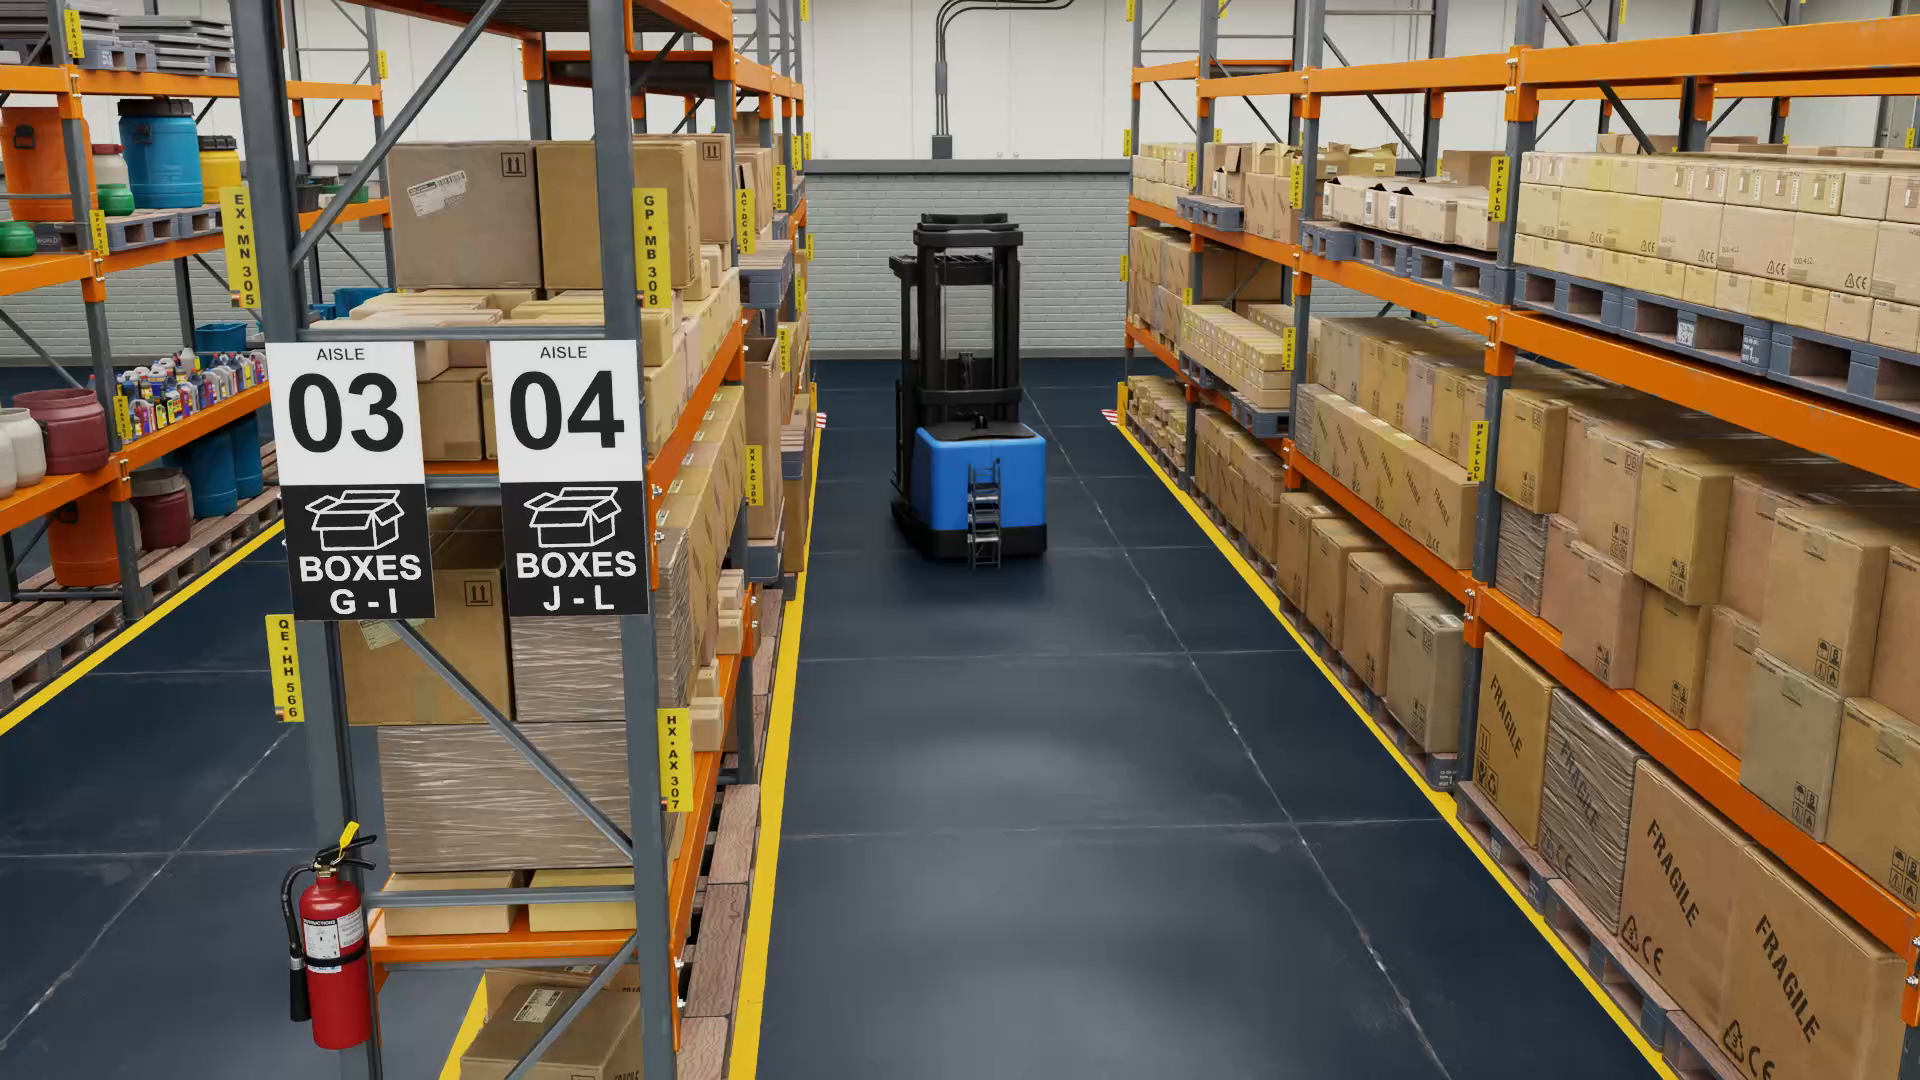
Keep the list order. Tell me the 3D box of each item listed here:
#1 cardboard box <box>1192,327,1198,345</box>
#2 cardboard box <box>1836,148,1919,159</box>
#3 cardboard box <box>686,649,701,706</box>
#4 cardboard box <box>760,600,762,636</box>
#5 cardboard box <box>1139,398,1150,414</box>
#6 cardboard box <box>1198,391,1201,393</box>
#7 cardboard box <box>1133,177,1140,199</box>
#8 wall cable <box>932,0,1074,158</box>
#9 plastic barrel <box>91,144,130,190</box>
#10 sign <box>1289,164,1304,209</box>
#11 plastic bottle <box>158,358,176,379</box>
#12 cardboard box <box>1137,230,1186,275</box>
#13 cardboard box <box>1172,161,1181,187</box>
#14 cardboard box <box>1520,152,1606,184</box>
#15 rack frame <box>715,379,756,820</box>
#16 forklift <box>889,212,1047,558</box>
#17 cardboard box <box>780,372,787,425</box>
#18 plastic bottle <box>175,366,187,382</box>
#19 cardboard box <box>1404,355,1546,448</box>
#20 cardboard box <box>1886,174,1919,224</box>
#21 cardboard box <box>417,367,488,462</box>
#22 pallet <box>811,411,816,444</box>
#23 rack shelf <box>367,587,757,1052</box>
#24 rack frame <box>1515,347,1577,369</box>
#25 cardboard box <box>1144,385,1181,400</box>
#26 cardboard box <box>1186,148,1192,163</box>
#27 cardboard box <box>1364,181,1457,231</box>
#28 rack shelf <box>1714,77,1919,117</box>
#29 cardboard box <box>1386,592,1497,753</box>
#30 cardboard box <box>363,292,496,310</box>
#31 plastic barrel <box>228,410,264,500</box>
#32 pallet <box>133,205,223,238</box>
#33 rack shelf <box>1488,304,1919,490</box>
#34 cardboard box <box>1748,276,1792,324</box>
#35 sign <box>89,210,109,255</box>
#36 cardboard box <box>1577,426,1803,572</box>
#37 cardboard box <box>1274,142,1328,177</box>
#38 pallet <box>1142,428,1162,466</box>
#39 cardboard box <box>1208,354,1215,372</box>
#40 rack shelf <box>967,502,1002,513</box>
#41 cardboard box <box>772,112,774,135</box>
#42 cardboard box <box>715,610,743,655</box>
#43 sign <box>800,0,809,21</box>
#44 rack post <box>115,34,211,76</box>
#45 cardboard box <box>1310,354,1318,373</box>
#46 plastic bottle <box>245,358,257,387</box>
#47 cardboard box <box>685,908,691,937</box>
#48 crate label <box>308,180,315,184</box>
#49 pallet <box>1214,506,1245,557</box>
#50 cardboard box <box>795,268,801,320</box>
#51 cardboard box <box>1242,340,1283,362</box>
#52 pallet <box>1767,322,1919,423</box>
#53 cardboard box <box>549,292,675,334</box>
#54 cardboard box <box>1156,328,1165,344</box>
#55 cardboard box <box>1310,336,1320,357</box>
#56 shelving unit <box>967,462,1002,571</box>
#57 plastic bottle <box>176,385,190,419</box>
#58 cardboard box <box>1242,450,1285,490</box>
[{"bbox_3d":[2.422,-1.945,15.852,0.380,0.149,0.250,-1,14,-2],"label":"cardboard box"},{"bbox_3d":[7.753,-3.007,13.854,0.700,0.500,0.500,-2,15,-6],"label":"cardboard box"},{"bbox_3d":[-1.555,0.382,6.949,0.875,0.500,0.500,-1,14,-3],"label":"cardboard box"},{"bbox_3d":[-1.778,0.395,11.827,0.700,0.500,0.500,-2,15,-8],"label":"cardboard box"},{"bbox_3d":[2.322,-1.586,19.675,0.380,0.149,0.250,0,14,-2],"label":"cardboard box"},{"bbox_3d":[2.986,-1.673,19.418,0.380,0.149,0.250,0,14,-1],"label":"cardboard box"},{"bbox_3d":[2.347,-4.212,19.881,0.500,0.250,0.500,0,14,-1],"label":"cardboard box"},{"bbox_3d":[0.708,-8.819,25.009,2.277,5.999,0.120,-1,14,-3],"label":"wall cable"},{"bbox_3d":[-7.090,-2.990,13.717,0.433,0.535,0.433,0,14,0],"label":"plastic barrel"},{"bbox_3d":[2.528,-2.653,12.483,0.100,0.325,0.005,-1,14,-3],"label":"sign"},{"bbox_3d":[-7.407,-1.552,15.513,0.152,0.276,0.135,-1,14,-3],"label":"plastic bottle"},{"bbox_3d":[2.375,-3.383,19.574,0.500,0.500,0.500,0,14,-2],"label":"cardboard box"},{"bbox_3d":[2.519,-3.815,17.336,0.500,0.250,0.500,-1,15,-6],"label":"cardboard box"},{"bbox_3d":[3.001,-1.836,8.207,0.380,0.149,0.250,-1,14,-3],"label":"cardboard box"},{"bbox_3d":[-1.639,0.089,8.886,1.000,3.000,0.127,-1,14,-3],"label":"rack frame"},{"bbox_3d":[-0.046,-1.588,15.539,1.130,2.935,3.031,-3,15,-12],"label":"forklift"},{"bbox_3d":[-1.645,-1.080,13.226,0.500,0.500,0.500,0,14,-2],"label":"cardboard box"},{"bbox_3d":[-7.283,-1.523,15.548,0.097,0.201,0.097,0,14,0],"label":"plastic bottle"},{"bbox_3d":[3.217,-0.872,10.414,0.700,0.500,0.500,-1,14,-3],"label":"cardboard box"},{"bbox_3d":[3.192,-1.078,5.259,0.380,0.149,0.250,-1,14,-3],"label":"cardboard box"},{"bbox_3d":[-1.674,-0.413,5.115,0.500,0.250,0.500,-1,14,-2],"label":"cardboard box"},{"bbox_3d":[-2.255,-1.348,20.064,1.003,0.211,1.213,-1,14,-3],"label":"pallet"},{"bbox_3d":[-1.515,0.934,7.042,1.077,0.370,4.000,-1,14,-3],"label":"rack shelf"},{"bbox_3d":[7.509,-3.049,21.080,1.000,3.000,0.127,-1,14,-3],"label":"rack frame"},{"bbox_3d":[2.391,-1.731,19.642,0.380,0.149,0.250,-2,15,-6],"label":"cardboard box"},{"bbox_3d":[2.504,-3.907,16.893,0.380,0.149,0.250,-1,14,-2],"label":"cardboard box"},{"bbox_3d":[2.958,-2.183,10.831,0.500,0.311,0.500,-1,14,-4],"label":"cardboard box"},{"bbox_3d":[7.880,-3.920,14.672,1.077,0.370,4.000,-1,14,-3],"label":"rack shelf"},{"bbox_3d":[3.190,0.770,9.908,1.050,0.750,0.750,-1,14,-4],"label":"cardboard box"},{"bbox_3d":[-1.784,-0.749,5.622,0.380,0.149,0.250,-1,14,-3],"label":"cardboard box"},{"bbox_3d":[-7.061,-0.876,16.004,0.600,0.901,0.708,-1,14,-3],"label":"plastic barrel"},{"bbox_3d":[-6.859,-2.710,14.123,1.003,0.211,1.213,-1,14,-3],"label":"pallet"},{"bbox_3d":[3.442,-0.570,6.868,1.077,0.370,4.000,-1,14,-3],"label":"rack shelf"},{"bbox_3d":[3.144,-0.882,6.097,0.380,0.149,0.250,-1,14,-4],"label":"cardboard box"},{"bbox_3d":[-6.281,-2.242,12.134,0.100,0.325,0.005,-1,14,-3],"label":"sign"},{"bbox_3d":[3.353,-0.195,7.519,0.875,0.550,0.550,-1,14,-3],"label":"cardboard box"},{"bbox_3d":[2.739,-3.053,13.341,0.396,0.266,0.258,-1,14,-3],"label":"cardboard box"},{"bbox_3d":[2.667,-1.073,18.995,1.003,0.211,1.213,-1,14,-3],"label":"pallet"},{"bbox_3d":[2.474,-1.604,15.127,0.380,0.149,0.250,-1,14,-4],"label":"cardboard box"},{"bbox_3d":[0.208,-0.258,14.221,0.258,0.077,0.200,-3,15,-12],"label":"rack shelf"},{"bbox_3d":[-2.267,-4.509,17.987,0.500,0.250,0.500,-1,14,-5],"label":"cardboard box"},{"bbox_3d":[-1.244,0.445,8.005,0.380,0.149,0.250,-1,14,-3],"label":"cardboard box"},{"bbox_3d":[-1.840,-6.297,19.630,0.100,0.325,0.005,-1,14,-3],"label":"sign"},{"bbox_3d":[-6.825,-3.986,13.687,0.937,0.300,0.954,1,14,3],"label":"rack post"},{"bbox_3d":[3.186,-1.503,14.137,0.380,0.149,0.250,-1,14,-3],"label":"cardboard box"},{"bbox_3d":[-6.708,-1.581,15.622,0.152,0.276,0.135,-1,14,-3],"label":"plastic bottle"},{"bbox_3d":[-1.494,1.491,7.607,0.500,0.500,0.500,-2,15,-8],"label":"cardboard box"},{"bbox_3d":[-7.591,-3.966,18.921,0.408,0.251,0.502,-1,14,-3],"label":"crate label"},{"bbox_3d":[2.951,-0.104,15.231,1.003,0.211,1.213,-1,14,-3],"label":"pallet"},{"bbox_3d":[-1.932,-2.581,17.462,0.500,0.500,0.500,-1,14,-3],"label":"cardboard box"},{"bbox_3d":[2.553,-1.570,13.799,0.380,0.149,0.250,0,14,-2],"label":"cardboard box"},{"bbox_3d":[3.509,-0.562,5.573,1.003,0.211,1.213,-1,14,-3],"label":"pallet"},{"bbox_3d":[-1.181,-0.758,5.655,0.380,0.149,0.250,0,14,-1],"label":"cardboard box"},{"bbox_3d":[2.402,-2.286,18.619,0.380,0.149,0.250,-1,14,-2],"label":"cardboard box"},{"bbox_3d":[3.189,-1.639,14.068,0.380,0.149,0.250,-1,15,-6],"label":"cardboard box"},{"bbox_3d":[0.208,-0.204,14.235,0.258,0.900,0.210,-3,15,-12],"label":"shelving unit"},{"bbox_3d":[-6.560,-1.174,14.027,0.061,0.283,0.133,-1,14,-3],"label":"plastic bottle"},{"bbox_3d":[2.724,-0.605,14.251,0.500,0.250,0.500,-1,14,-3],"label":"cardboard box"}]
